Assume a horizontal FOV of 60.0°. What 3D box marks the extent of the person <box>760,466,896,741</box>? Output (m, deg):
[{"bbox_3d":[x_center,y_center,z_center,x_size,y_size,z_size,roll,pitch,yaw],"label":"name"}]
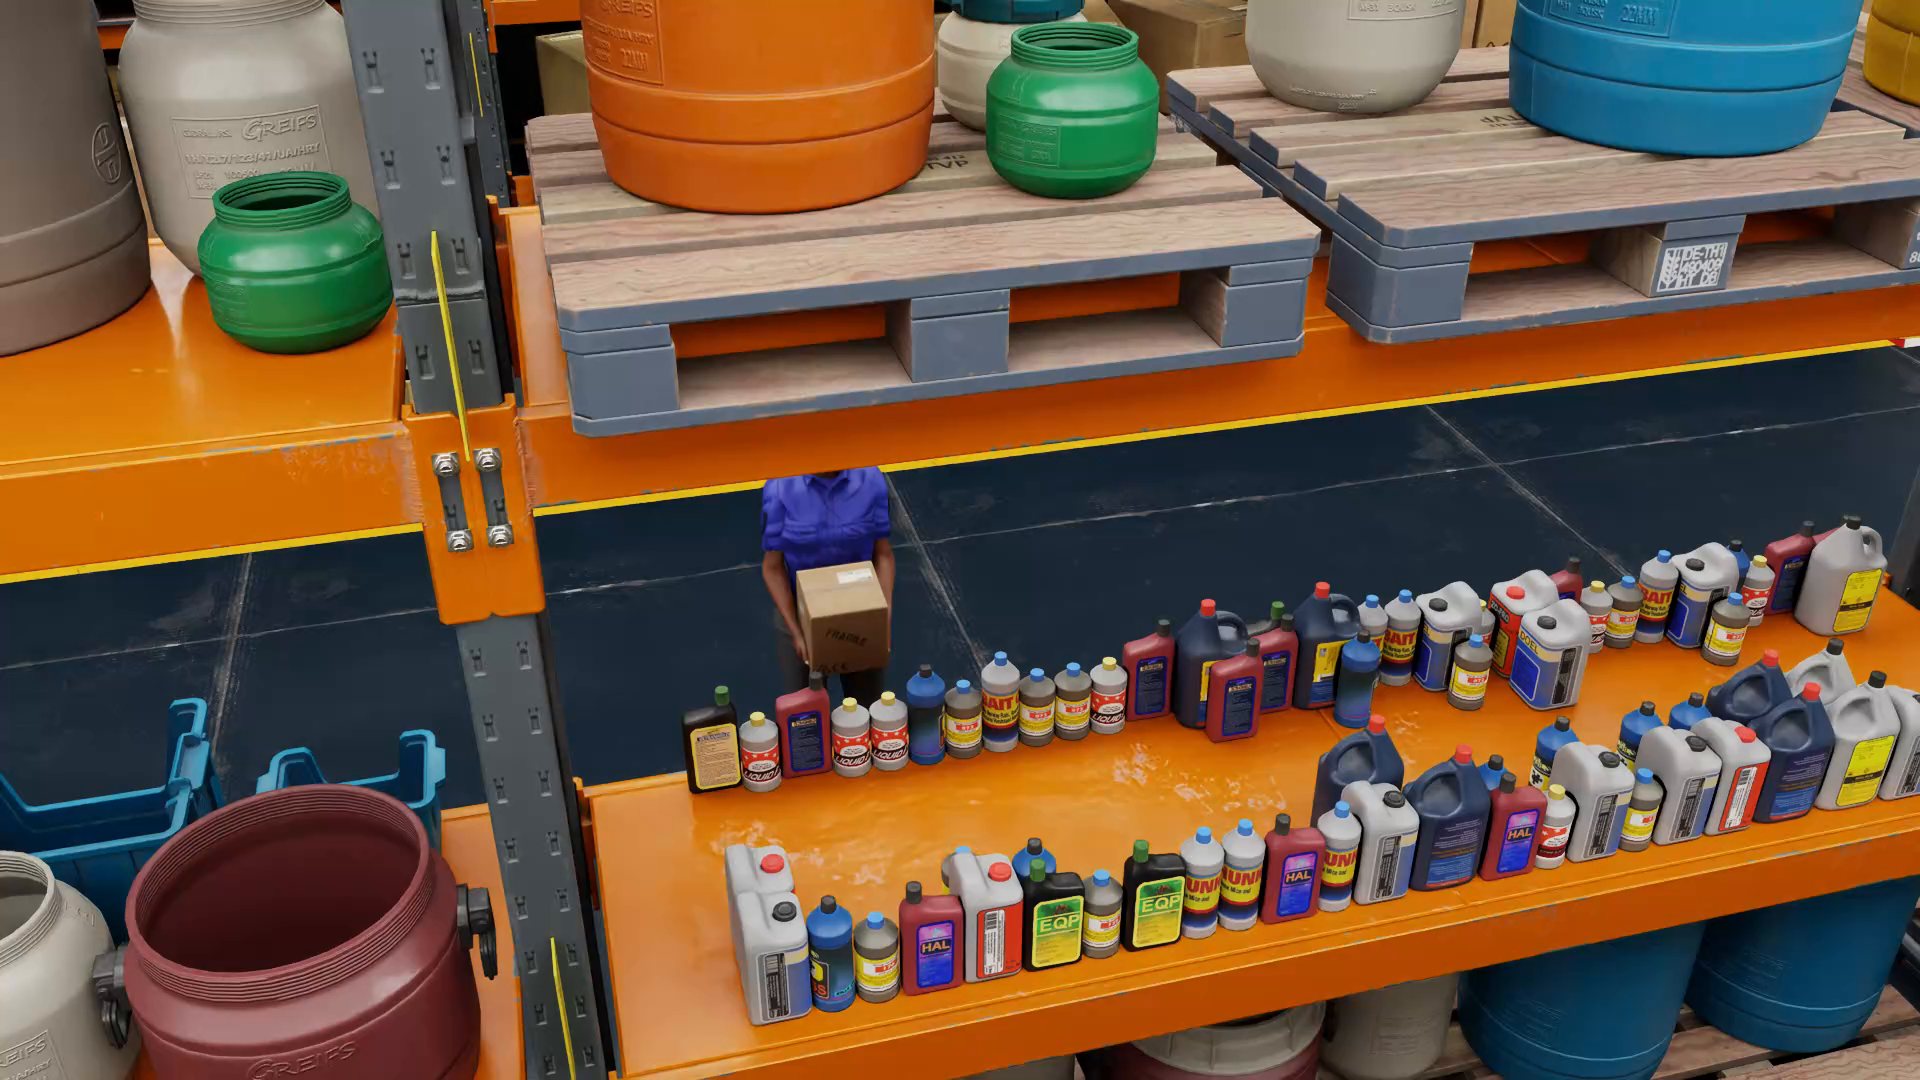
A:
[{"bbox_3d":[-0.420,0.327,5.601,0.449,1.633,0.494,-8,31,-13],"label":"person"}]
